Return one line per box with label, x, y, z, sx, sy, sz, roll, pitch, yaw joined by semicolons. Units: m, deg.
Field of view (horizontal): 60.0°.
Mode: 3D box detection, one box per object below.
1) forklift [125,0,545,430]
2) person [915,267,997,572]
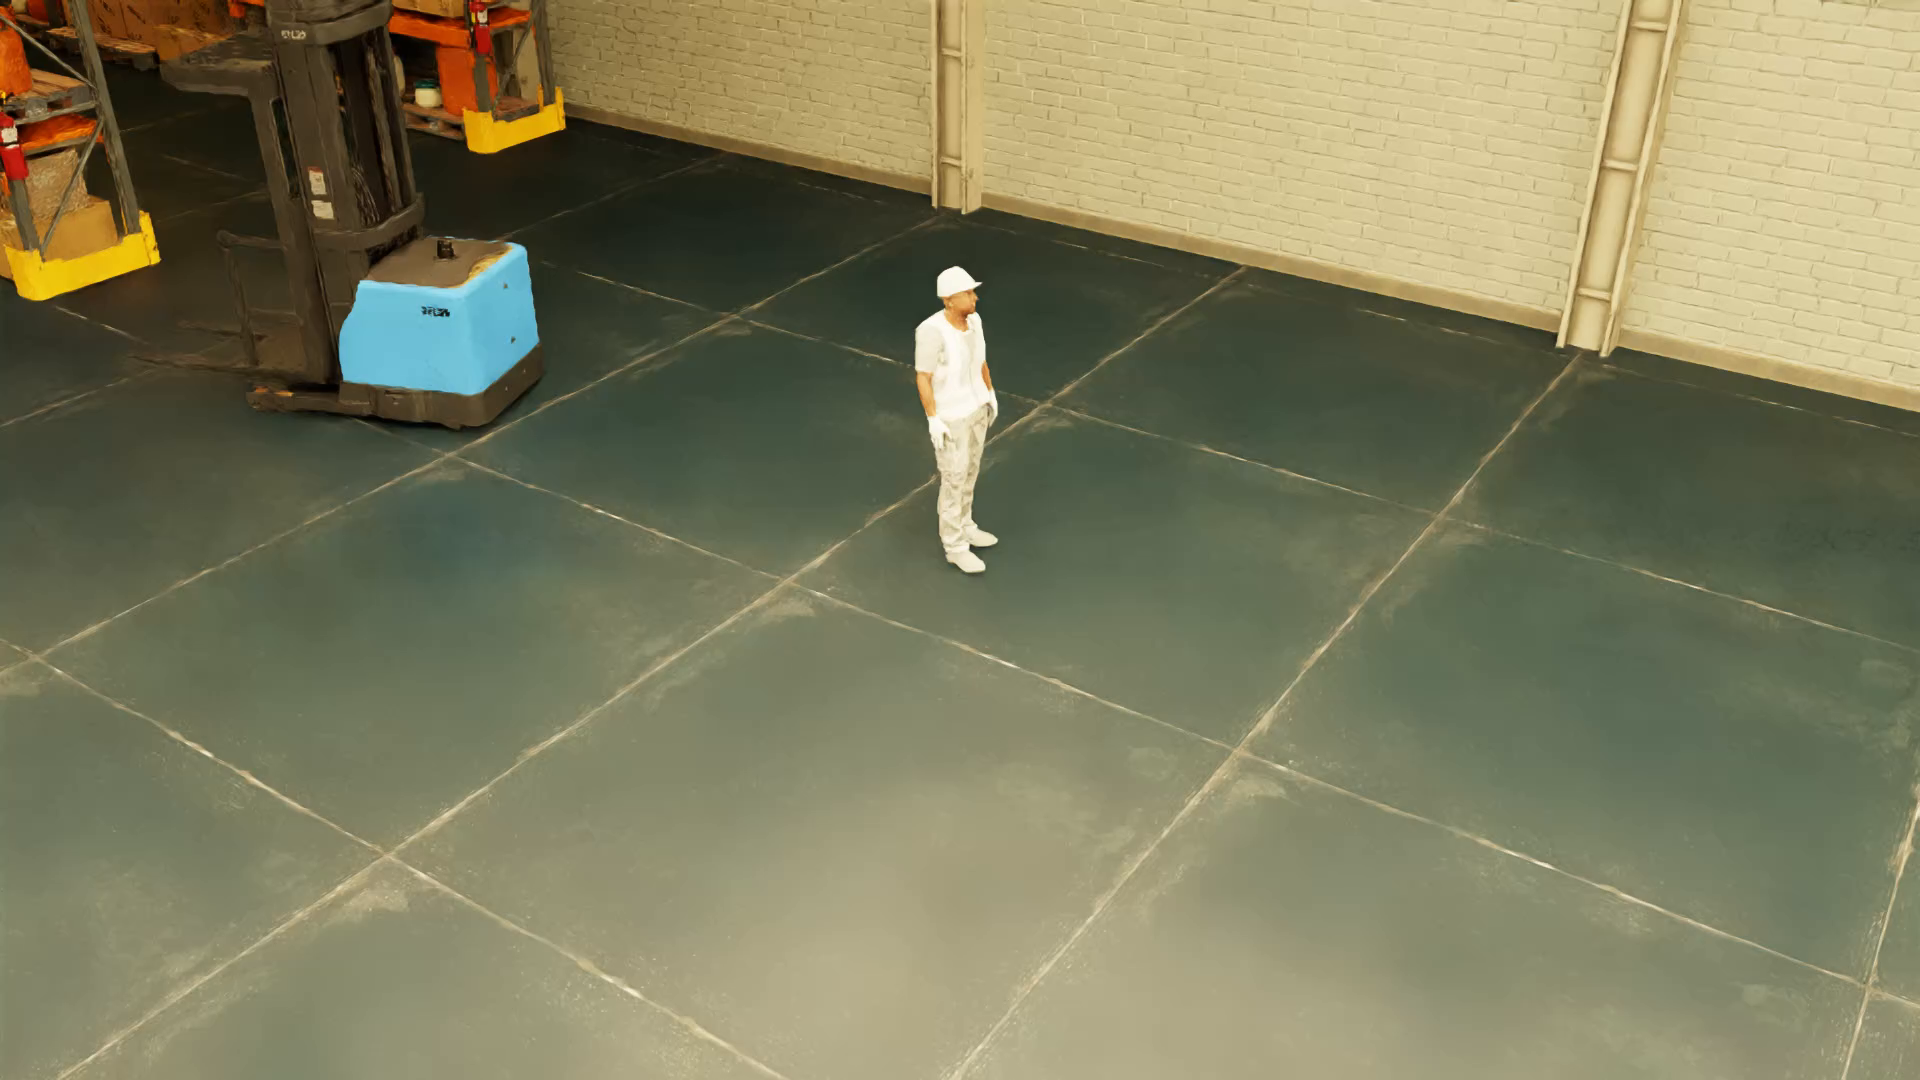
forklift;-4.703;-2.437;11.779;3.031;2.935;1.130;7;31;12
person;0.055;-0.753;10.008;0.576;1.782;0.655;19;35;29
